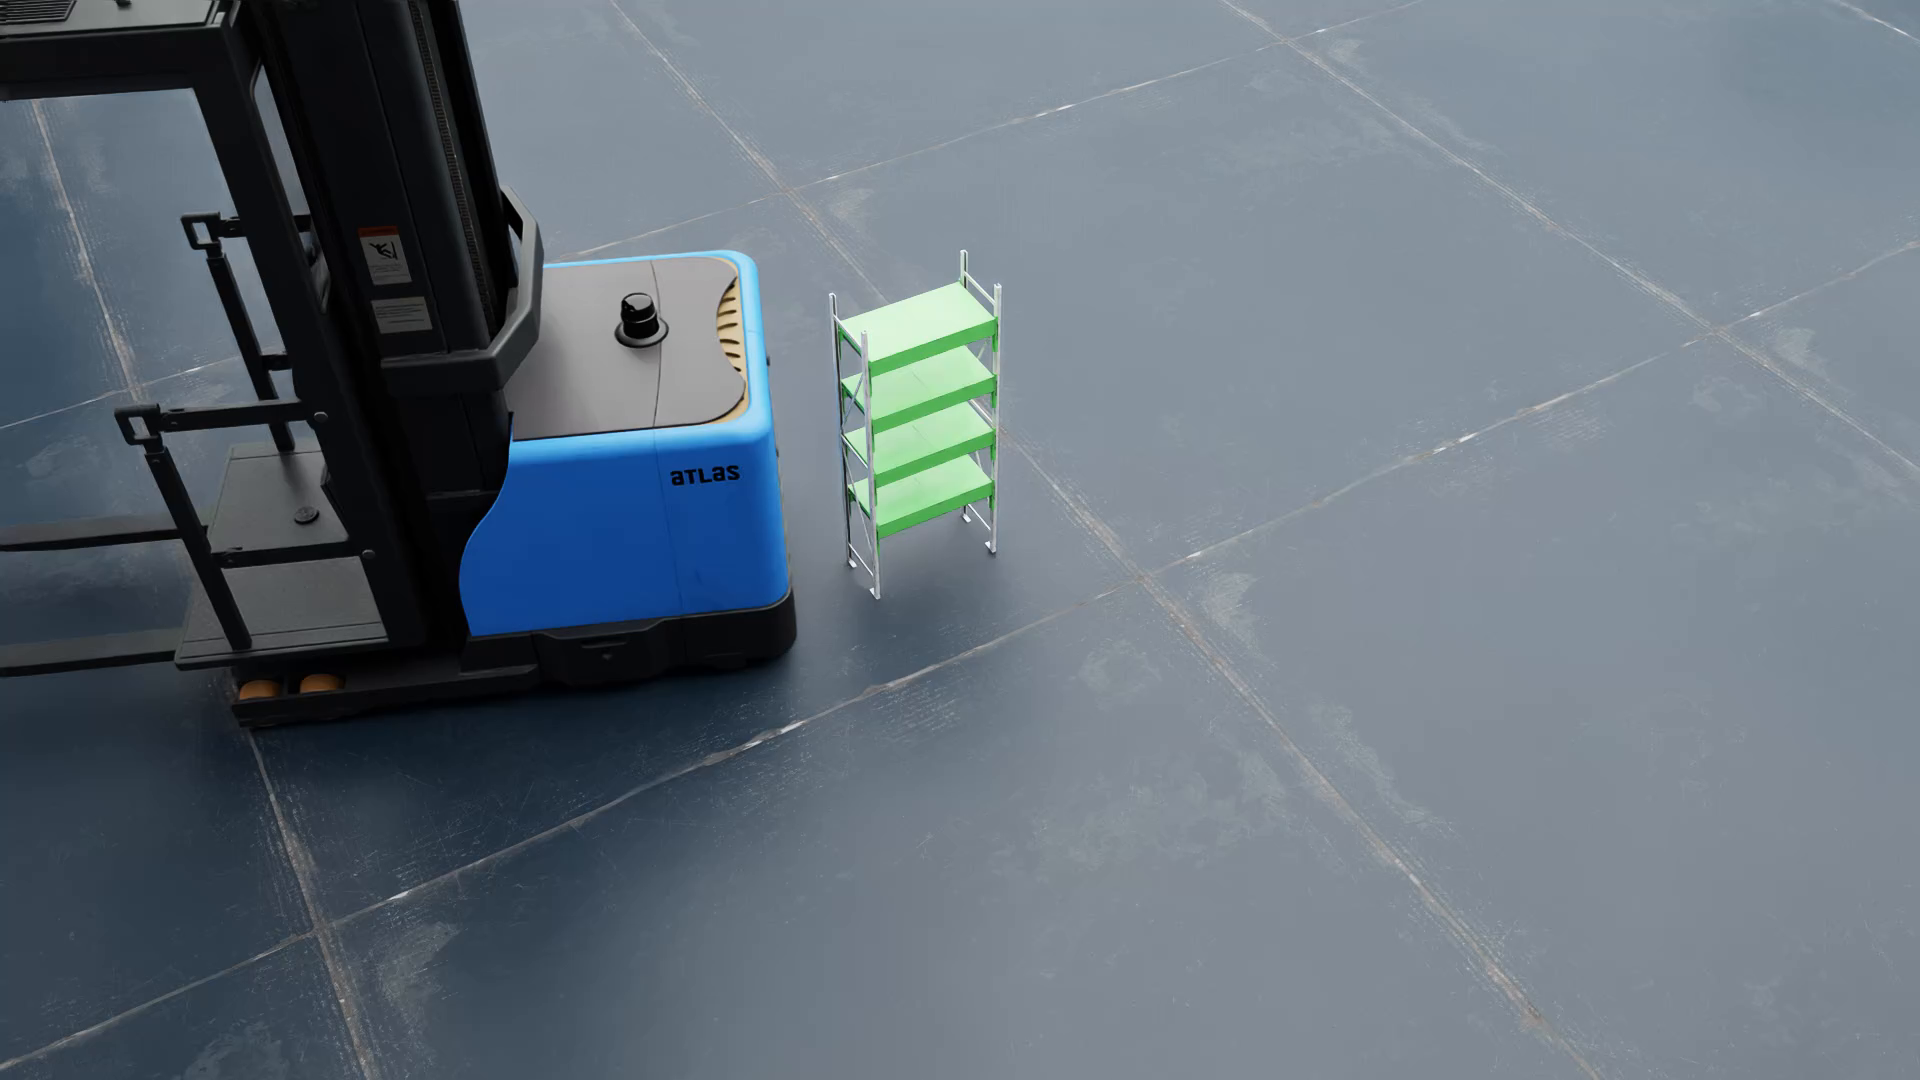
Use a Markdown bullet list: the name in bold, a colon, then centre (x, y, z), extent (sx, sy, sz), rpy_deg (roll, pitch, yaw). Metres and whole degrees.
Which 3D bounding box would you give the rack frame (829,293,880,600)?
- **rack frame**: centre (-0.355, -0.288, 5.686), extent (0.015, 1.200, 0.240), rpy_deg (-22, 48, -21)

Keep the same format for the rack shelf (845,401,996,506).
- **rack shelf**: centre (-0.144, -0.327, 5.817), extent (0.480, 0.148, 0.258), rpy_deg (-22, 48, -21)

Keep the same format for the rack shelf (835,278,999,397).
- **rack shelf**: centre (-0.144, -0.672, 5.483), extent (0.480, 0.148, 0.258), rpy_deg (-22, 48, -21)

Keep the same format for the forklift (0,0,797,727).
- **forklift**: centre (-2.129, -0.818, 4.988), extent (3.031, 2.935, 1.130), rpy_deg (-6, 44, -6)

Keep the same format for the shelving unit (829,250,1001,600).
- **shelving unit**: centre (-0.144, -0.373, 5.773), extent (0.503, 1.200, 0.258), rpy_deg (-22, 48, -21)

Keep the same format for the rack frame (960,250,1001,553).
- **rack frame**: centre (0.068, -0.458, 5.860), extent (0.015, 1.200, 0.240), rpy_deg (-22, 48, -21)

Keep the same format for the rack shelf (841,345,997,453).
- **rack shelf**: centre (-0.144, -0.500, 5.650), extent (0.480, 0.148, 0.258), rpy_deg (-22, 48, -21)

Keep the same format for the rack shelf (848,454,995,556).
- **rack shelf**: centre (-0.144, -0.155, 5.985), extent (0.480, 0.148, 0.258), rpy_deg (-22, 48, -21)
